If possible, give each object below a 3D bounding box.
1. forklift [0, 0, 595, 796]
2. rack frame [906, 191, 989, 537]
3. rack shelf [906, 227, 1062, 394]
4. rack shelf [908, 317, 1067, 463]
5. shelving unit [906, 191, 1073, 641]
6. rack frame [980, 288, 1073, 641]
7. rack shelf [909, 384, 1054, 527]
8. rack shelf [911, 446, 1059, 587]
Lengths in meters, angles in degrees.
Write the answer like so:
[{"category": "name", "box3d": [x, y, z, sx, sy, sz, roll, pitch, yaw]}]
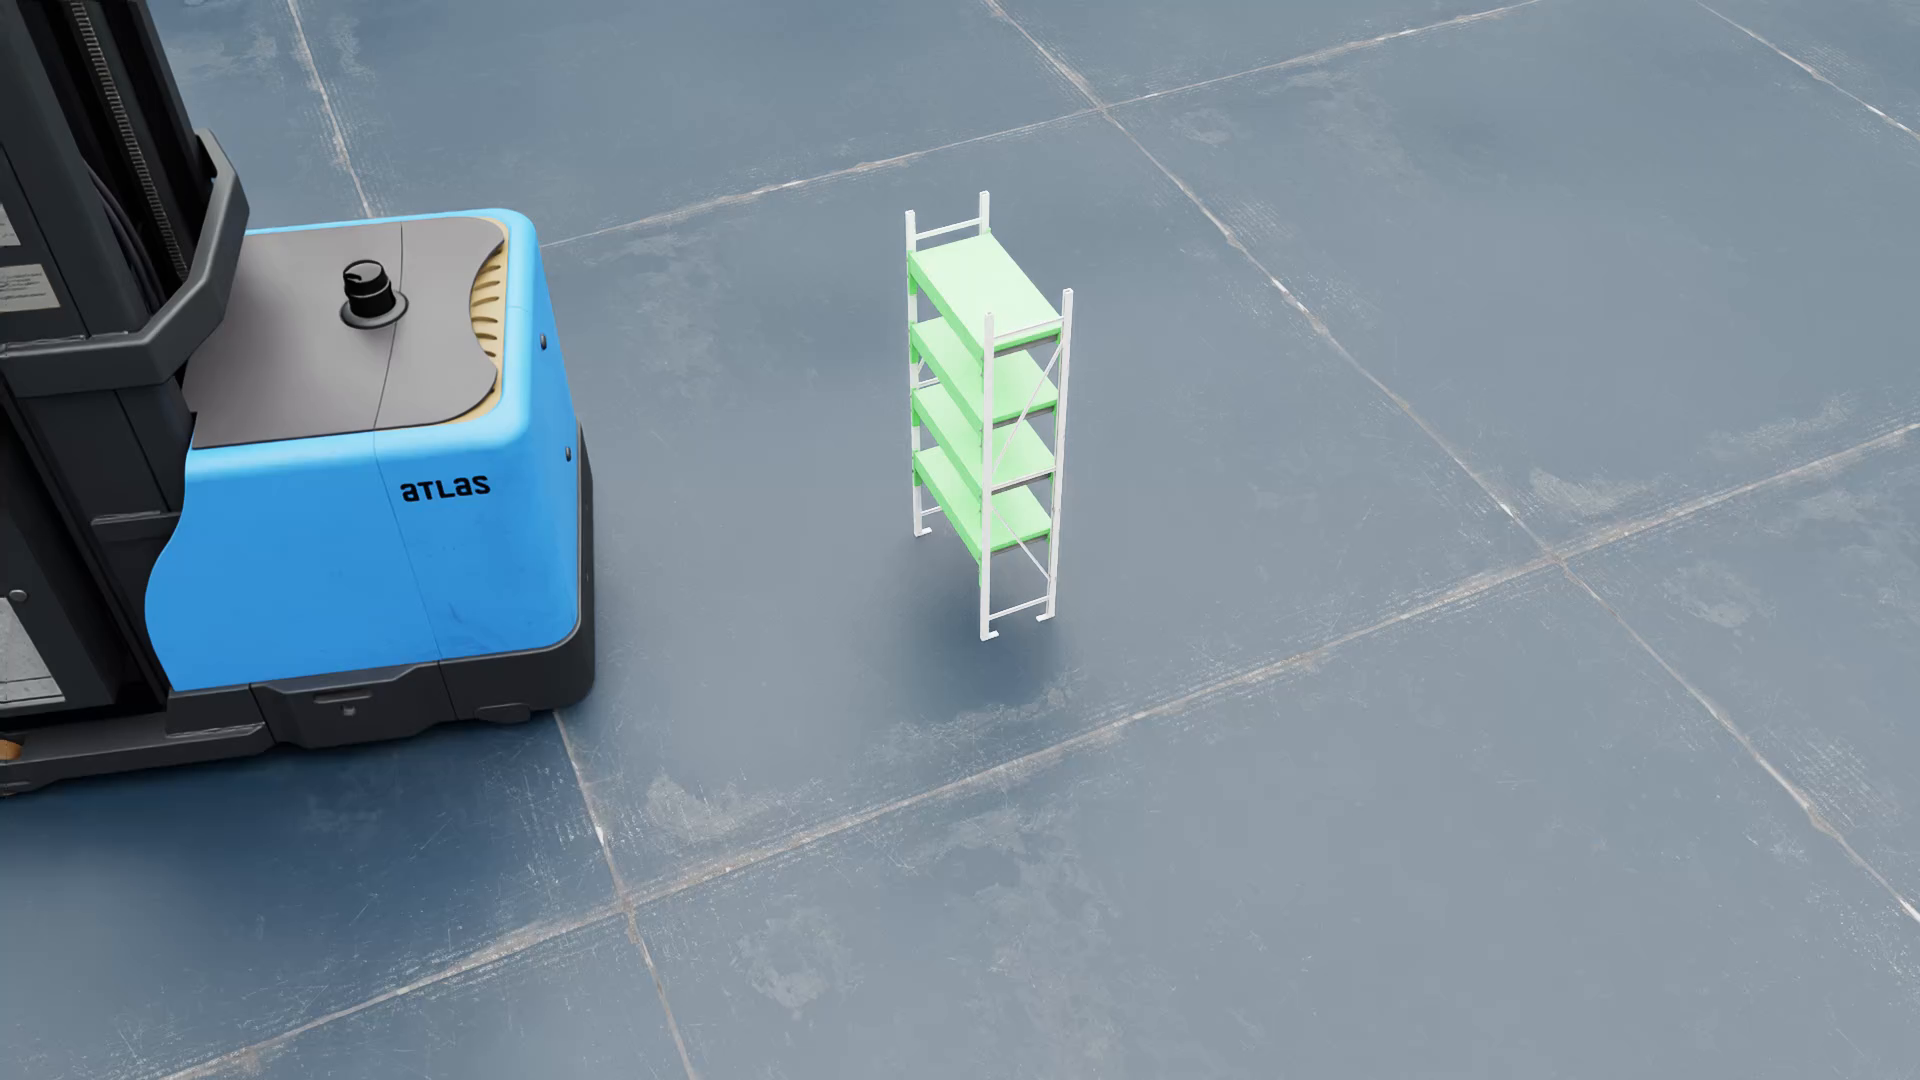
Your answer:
[{"category": "forklift", "box3d": [-2.607, -0.722, 3.895, 3.031, 2.935, 1.130, -7, 45, -7]}, {"category": "rack frame", "box3d": [-0.033, -0.477, 4.879, 0.240, 1.200, 0.015, -18, 47, -17]}, {"category": "rack shelf", "box3d": [0.070, -0.618, 4.429, 0.258, 0.148, 0.480, -18, 47, -17]}, {"category": "rack shelf", "box3d": [0.070, -0.447, 4.598, 0.258, 0.148, 0.480, -18, 47, -17]}, {"category": "shelving unit", "box3d": [0.070, -0.322, 4.722, 0.258, 1.200, 0.503, -18, 47, -17]}, {"category": "rack frame", "box3d": [0.172, -0.166, 4.564, 0.240, 1.200, 0.015, -18, 47, -17]}, {"category": "rack shelf", "box3d": [0.070, -0.276, 4.767, 0.258, 0.148, 0.480, -18, 47, -17]}, {"category": "rack shelf", "box3d": [0.070, -0.105, 4.935, 0.258, 0.148, 0.480, -18, 47, -17]}]
